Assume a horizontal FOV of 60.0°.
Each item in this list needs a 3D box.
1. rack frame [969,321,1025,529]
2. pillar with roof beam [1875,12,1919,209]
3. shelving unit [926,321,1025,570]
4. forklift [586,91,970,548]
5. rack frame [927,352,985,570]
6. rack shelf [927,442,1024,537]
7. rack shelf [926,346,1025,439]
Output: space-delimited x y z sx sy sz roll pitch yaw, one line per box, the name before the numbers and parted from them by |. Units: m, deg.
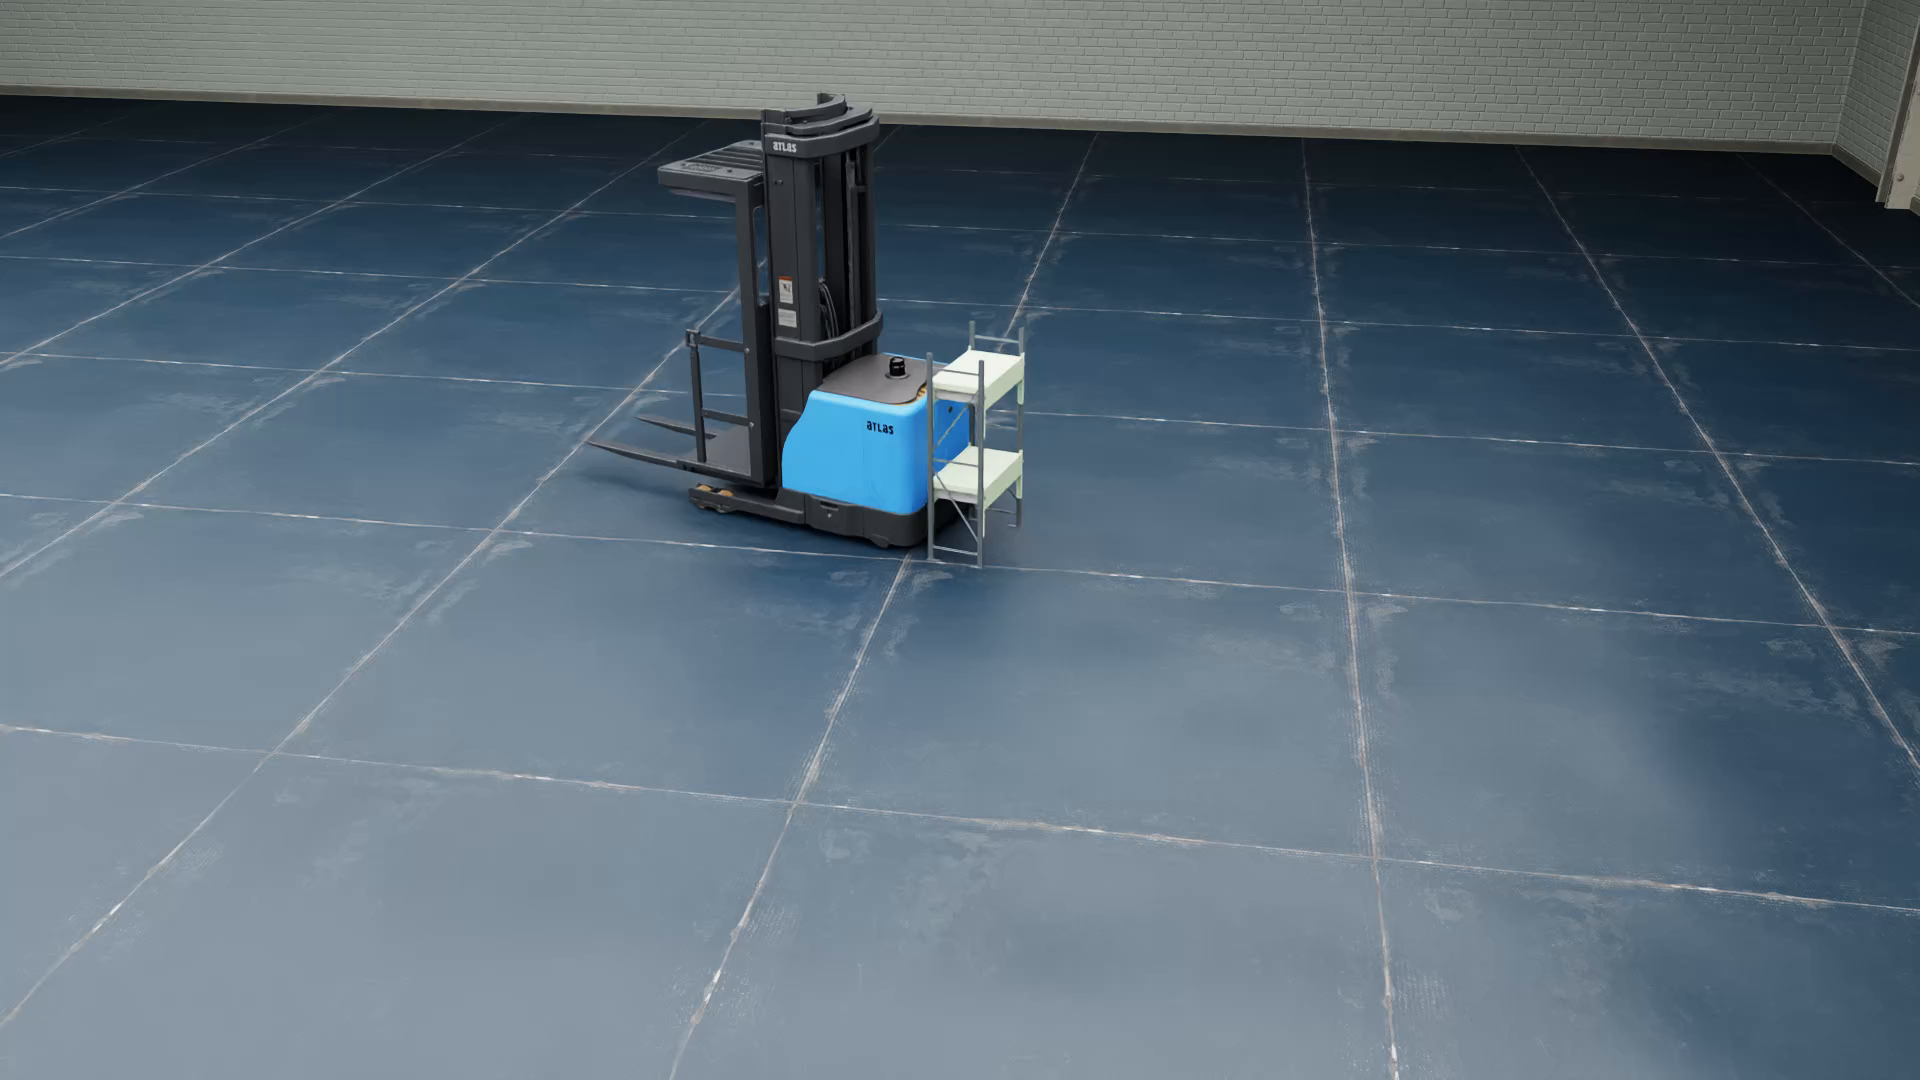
rack frame | 0.256 -0.798 11.729 0.400 1.500 0.023 10 27 21
pillar with roof beam | 7.381 -8.548 19.442 9.100 9.000 0.400 4 25 9
shelving unit | 0.113 -0.655 11.424 0.431 1.500 0.755 10 27 21
forklift | -1.417 -1.705 11.979 3.031 2.935 1.130 13 28 26
rack frame | -0.030 -0.512 11.119 0.400 1.500 0.023 10 27 21
rack shelf | 0.113 -0.360 11.562 0.431 0.370 0.720 10 27 21
rack shelf | 0.113 -1.008 11.259 0.431 0.370 0.720 10 27 21
